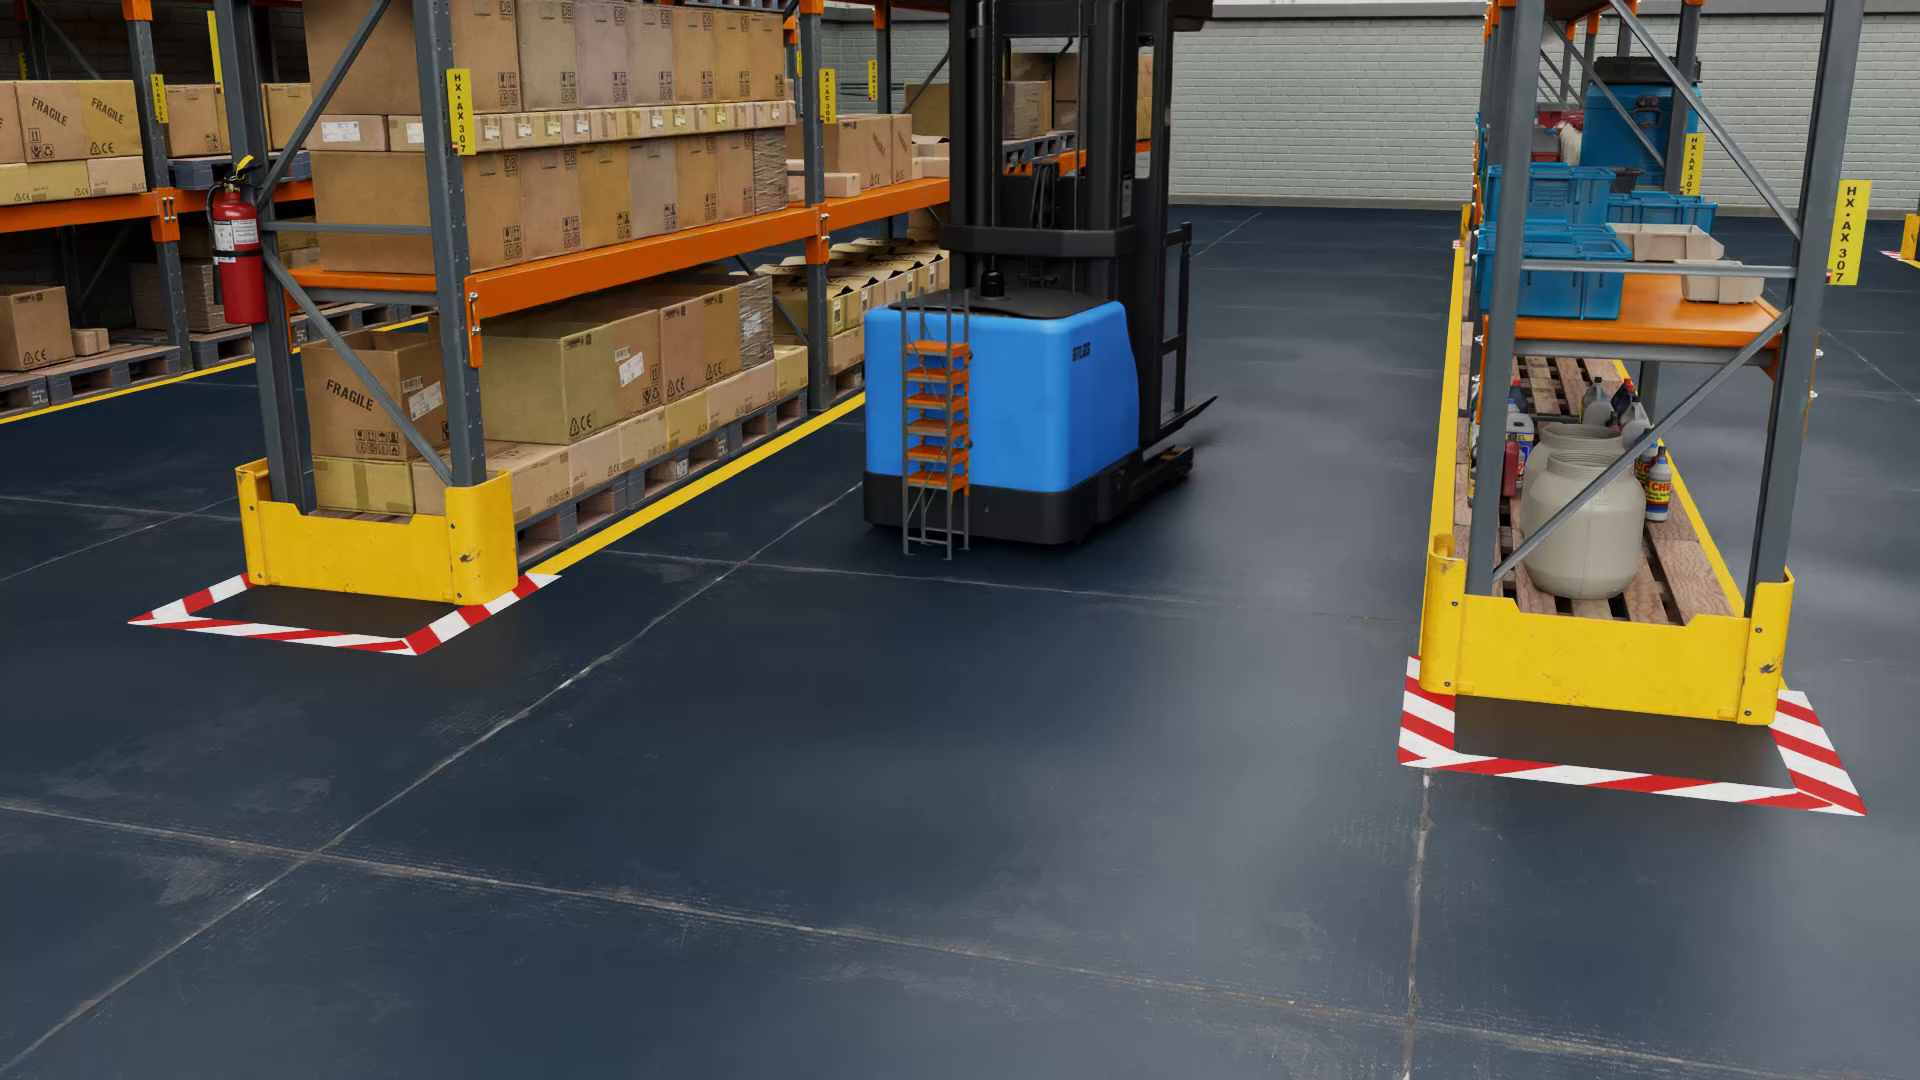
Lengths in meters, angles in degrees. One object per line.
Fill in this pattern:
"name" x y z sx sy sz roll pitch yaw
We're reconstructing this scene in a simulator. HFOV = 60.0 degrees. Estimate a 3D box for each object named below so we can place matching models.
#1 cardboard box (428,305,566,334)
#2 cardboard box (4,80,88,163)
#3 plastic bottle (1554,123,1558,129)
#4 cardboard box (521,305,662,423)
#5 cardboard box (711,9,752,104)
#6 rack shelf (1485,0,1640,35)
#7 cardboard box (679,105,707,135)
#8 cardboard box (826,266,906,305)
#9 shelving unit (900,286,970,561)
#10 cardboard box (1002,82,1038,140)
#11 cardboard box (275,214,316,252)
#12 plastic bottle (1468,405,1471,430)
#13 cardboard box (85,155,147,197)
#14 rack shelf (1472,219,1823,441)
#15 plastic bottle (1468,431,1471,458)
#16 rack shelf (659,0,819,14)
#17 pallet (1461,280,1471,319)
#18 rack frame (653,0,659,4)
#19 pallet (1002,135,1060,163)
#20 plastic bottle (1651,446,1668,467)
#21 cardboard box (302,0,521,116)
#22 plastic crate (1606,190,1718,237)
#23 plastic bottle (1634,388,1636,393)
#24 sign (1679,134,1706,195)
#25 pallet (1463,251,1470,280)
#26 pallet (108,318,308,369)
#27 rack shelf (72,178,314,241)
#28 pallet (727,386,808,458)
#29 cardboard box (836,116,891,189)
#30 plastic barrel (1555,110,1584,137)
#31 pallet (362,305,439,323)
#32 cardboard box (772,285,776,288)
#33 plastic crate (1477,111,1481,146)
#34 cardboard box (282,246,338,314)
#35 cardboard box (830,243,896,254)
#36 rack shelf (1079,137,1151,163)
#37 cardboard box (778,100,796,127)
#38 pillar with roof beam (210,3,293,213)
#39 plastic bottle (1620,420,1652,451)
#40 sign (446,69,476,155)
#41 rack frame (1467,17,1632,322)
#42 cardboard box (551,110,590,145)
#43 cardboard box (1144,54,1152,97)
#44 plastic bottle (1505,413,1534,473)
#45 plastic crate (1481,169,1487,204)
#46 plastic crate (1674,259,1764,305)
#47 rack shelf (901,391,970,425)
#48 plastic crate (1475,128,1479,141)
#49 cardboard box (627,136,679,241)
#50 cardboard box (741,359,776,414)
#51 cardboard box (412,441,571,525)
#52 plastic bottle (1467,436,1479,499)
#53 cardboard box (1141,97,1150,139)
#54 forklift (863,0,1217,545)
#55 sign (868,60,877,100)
"cardboard box" -2.344 -0.930 8.507 0.500 0.500 0.500 5 16 16
"cardboard box" -6.069 -2.713 10.762 0.500 0.500 0.500 5 16 16
"plastic bottle" 5.539 -3.692 15.438 0.144 0.351 0.185 5 16 16
"cardboard box" -1.846 -0.890 8.365 0.500 0.500 0.500 5 16 16
"cardboard box" -1.607 -2.734 9.411 0.700 0.500 0.500 5 16 16
"rack shelf" 5.108 -4.592 14.344 1.077 0.370 4.000 5 16 16
"cardboard box" -1.579 -2.251 8.896 0.380 0.149 0.250 5 17 17
"cardboard box" -0.695 -1.814 11.971 0.500 0.311 0.500 4 16 14
"shelving unit" -0.109 -0.518 7.457 0.258 1.200 0.189 7 17 24
"cardboard box" 0.306 -4.005 15.500 0.700 0.500 0.500 8 18 26
"cardboard box" -5.636 -2.509 13.580 0.500 0.250 0.500 4 16 14
"plastic bottle" 2.835 -0.688 9.081 0.097 0.201 0.097 0 16 0
"cardboard box" -5.939 -2.484 11.328 0.500 0.250 0.500 5 16 16
"rack shelf" 2.835 -1.056 7.374 1.077 0.370 4.000 5 16 16
"plastic bottle" 2.619 -0.490 8.383 0.097 0.201 0.097 0 16 0
"rack shelf" -1.913 -2.884 8.323 1.077 0.370 4.000 5 16 16
"pallet" 5.073 -2.158 15.051 1.003 0.211 1.213 5 16 16
"rack frame" -3.822 -4.787 19.209 1.000 3.000 0.127 5 16 16
"pallet" 0.340 -3.774 15.989 1.003 0.211 1.213 5 16 16
"plastic bottle" 3.162 -0.292 7.533 0.061 0.283 0.133 5 17 17
"cardboard box" -2.322 -2.071 7.074 0.700 0.500 0.500 5 16 16
"plastic crate" 3.349 -1.543 8.046 0.499 0.251 0.616 5 16 16
"plastic bottle" 3.583 -0.679 8.898 0.061 0.283 0.133 5 17 19
"sign" 3.928 -2.013 8.923 0.100 0.325 0.005 5 16 16
"pallet" 5.849 -2.872 17.569 1.003 0.211 1.213 5 16 16
"pallet" -5.875 -1.556 12.929 1.003 0.211 1.213 5 16 16
"rack shelf" -5.527 -2.871 13.772 1.077 0.370 4.000 5 16 16
"pallet" -1.611 -0.764 10.137 1.003 0.211 1.213 5 16 16
"cardboard box" -0.819 -2.827 12.117 0.500 0.500 0.500 5 16 16
"plastic barrel" 4.699 -2.893 12.281 0.600 0.536 0.708 5 16 16
"pallet" -5.182 -2.194 15.179 1.003 0.211 1.213 5 16 16
"cardboard box" -1.505 -1.588 11.172 0.500 0.311 0.500 5 16 16
"plastic crate" 5.482 -4.188 17.018 0.392 0.384 0.575 5 16 16
"cardboard box" -5.620 -2.166 13.744 0.700 0.500 0.500 5 17 17
"cardboard box" -0.780 -2.254 13.520 0.500 0.311 0.500 4 16 14
"rack shelf" 1.497 -4.581 19.801 1.077 0.370 4.000 5 16 16
"cardboard box" -1.217 -2.583 10.067 0.380 0.149 0.250 5 16 16
"pillar with roof beam" -2.030 -6.020 12.561 9.100 9.000 0.400 5 16 16
"plastic bottle" 3.300 -0.459 8.136 0.152 0.276 0.135 5 17 17
"sign" -1.951 -1.674 6.503 0.100 0.325 0.005 5 16 16
"rack frame" 4.540 -2.972 12.810 1.000 3.000 0.127 5 16 16
"cardboard box" -1.945 -1.911 7.696 0.380 0.149 0.250 4 16 15
"cardboard box" 2.060 -5.709 20.445 0.500 0.500 0.500 5 17 17
"plastic bottle" 2.751 -0.482 8.218 0.152 0.276 0.135 5 16 16
"plastic crate" 3.628 -2.301 10.833 0.450 0.188 0.662 5 16 16
"plastic crate" 2.829 -0.961 6.205 0.298 0.136 0.250 5 16 16
"rack shelf" -0.109 -0.591 7.436 0.258 0.103 0.180 7 17 24
"plastic crate" 6.064 -4.673 19.181 0.250 0.136 0.298 5 16 16
"cardboard box" -1.899 -1.839 8.631 0.700 0.500 0.500 5 17 18
"cardboard box" -1.419 -0.921 9.851 0.500 0.250 0.500 5 16 16
"cardboard box" -2.116 -0.266 7.541 0.500 0.250 0.500 5 16 16
"plastic bottle" 2.384 -0.330 7.669 0.061 0.283 0.133 5 17 17
"cardboard box" 2.055 -5.224 20.567 0.500 0.500 0.500 5 17 16
"forklift" 0.620 -1.744 8.607 1.130 2.935 3.031 7 17 24
"sign" -0.731 -3.916 14.161 0.100 0.325 0.005 5 16 16
